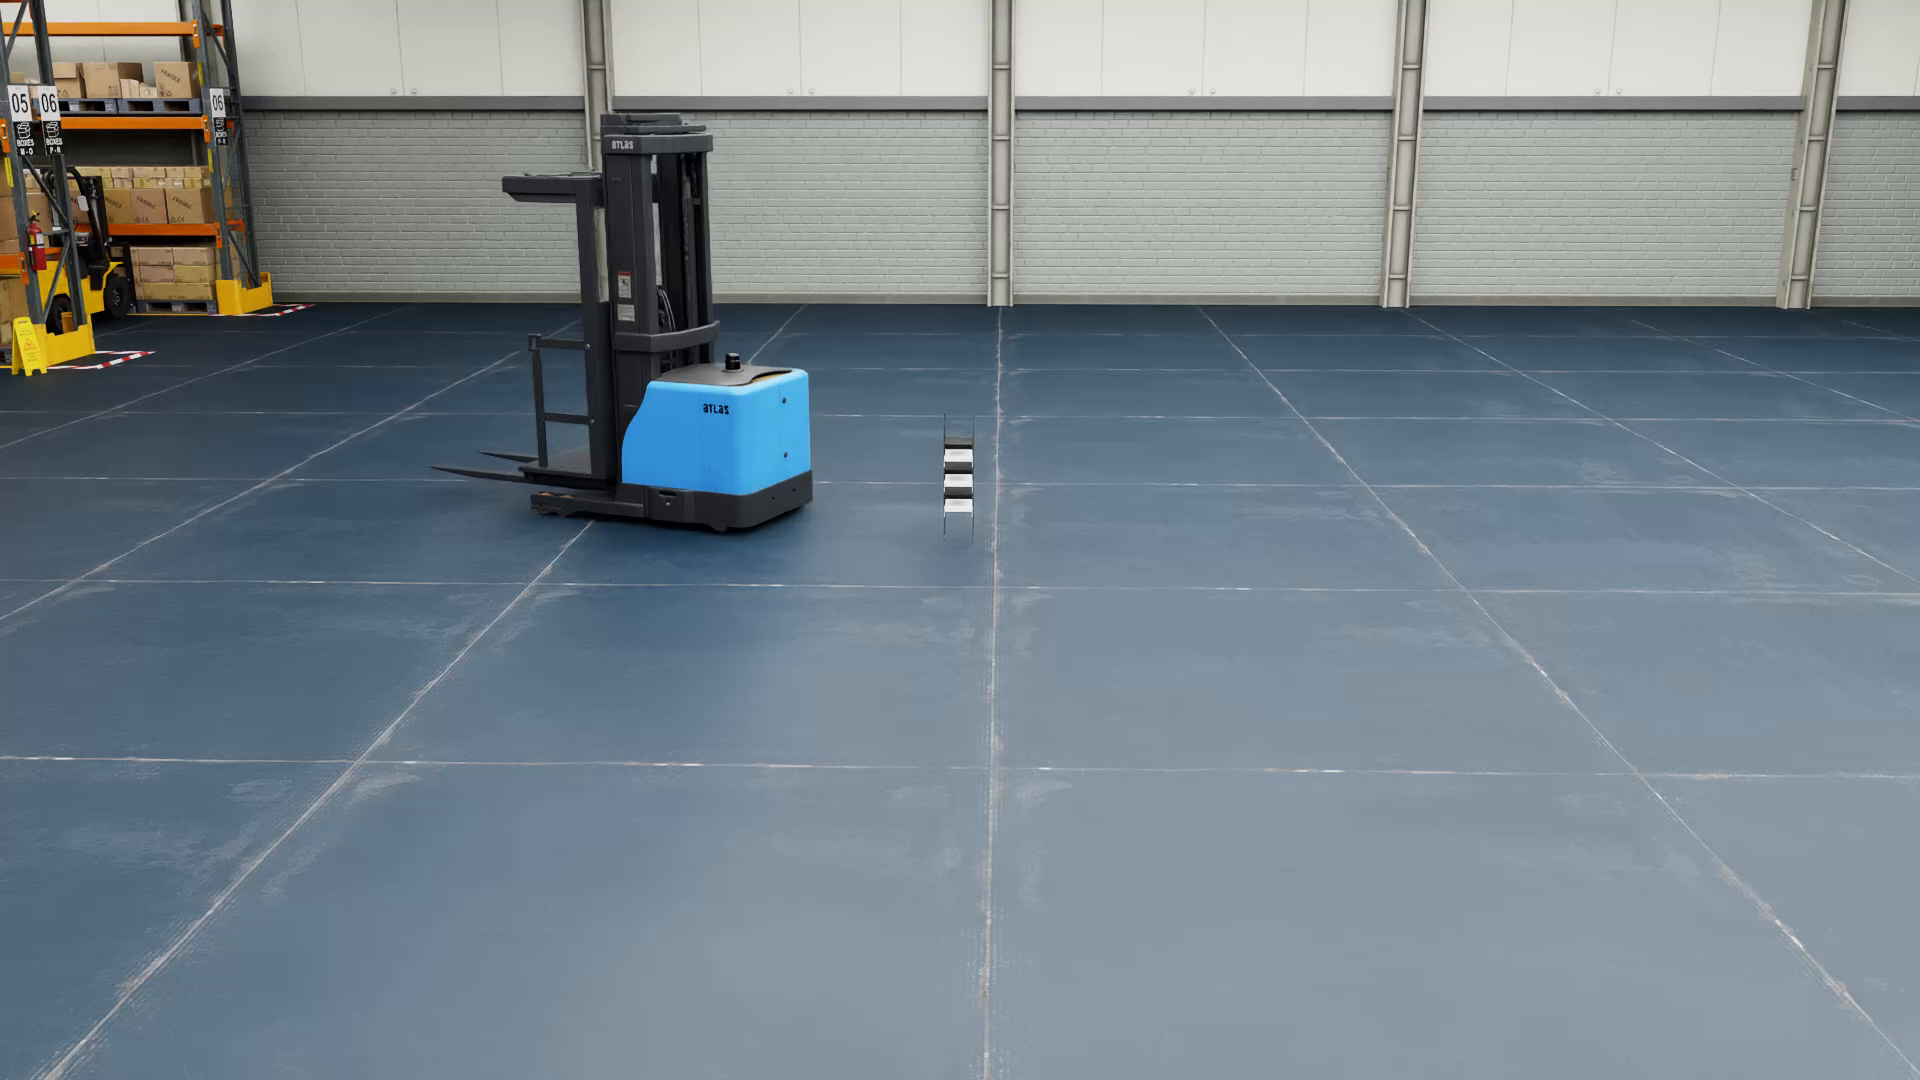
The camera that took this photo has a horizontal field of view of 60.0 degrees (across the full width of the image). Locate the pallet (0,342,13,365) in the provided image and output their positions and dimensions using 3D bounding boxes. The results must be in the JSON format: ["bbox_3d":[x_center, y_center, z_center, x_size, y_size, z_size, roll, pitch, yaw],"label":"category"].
[{"bbox_3d":[-11.718,-2.297,20.134,1.213,0.211,1.003,0,15,1],"label":"pallet"}]

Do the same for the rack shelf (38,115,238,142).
[{"bbox_3d":[-12.707,-6.012,24.278,4.000,0.370,1.077,0,15,1],"label":"rack shelf"}]

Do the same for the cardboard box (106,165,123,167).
[{"bbox_3d":[-12.583,-5.477,24.667,0.250,0.149,0.380,0,15,2],"label":"cardboard box"}]

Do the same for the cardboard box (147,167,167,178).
[{"bbox_3d":[-11.581,-5.340,24.148,0.250,0.149,0.380,1,15,3],"label":"cardboard box"}]

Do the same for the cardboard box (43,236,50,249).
[{"bbox_3d":[-11.165,-3.564,19.963,0.250,0.149,0.380,0,15,2],"label":"cardboard box"}]

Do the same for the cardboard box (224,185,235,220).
[{"bbox_3d":[-11.196,-5.019,24.788,0.500,0.500,0.500,1,15,3],"label":"cardboard box"}]

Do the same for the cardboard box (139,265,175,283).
[{"bbox_3d":[-11.703,-3.941,24.486,0.500,0.250,0.500,0,15,1],"label":"cardboard box"}]

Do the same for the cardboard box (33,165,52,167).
[{"bbox_3d":[-13.613,-5.507,24.784,0.250,0.149,0.380,0,15,0],"label":"cardboard box"}]

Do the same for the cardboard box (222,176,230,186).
[{"bbox_3d":[-11.040,-5.327,24.684,0.250,0.149,0.380,0,15,0],"label":"cardboard box"}]

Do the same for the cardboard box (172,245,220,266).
[{"bbox_3d":[-11.176,-4.177,24.400,0.500,0.250,0.500,1,15,3],"label":"cardboard box"}]

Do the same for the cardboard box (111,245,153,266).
[{"bbox_3d":[-12.191,-4.180,24.409,0.500,0.250,0.500,1,15,2],"label":"cardboard box"}]

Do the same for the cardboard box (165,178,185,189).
[{"bbox_3d":[-11.317,-5.184,24.140,0.250,0.149,0.380,1,15,2],"label":"cardboard box"}]

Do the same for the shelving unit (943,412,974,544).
[{"bbox_3d":[-0.008,-0.435,11.725,0.210,0.900,0.258,0,15,1],"label":"shelving unit"}]

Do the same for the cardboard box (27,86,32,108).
[{"bbox_3d":[-11.326,-5.224,19.590,0.500,0.250,0.500,0,15,0],"label":"cardboard box"}]

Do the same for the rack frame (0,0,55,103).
[{"bbox_3d":[-10.830,-6.532,18.957,0.127,3.000,1.000,0,15,1],"label":"rack frame"}]

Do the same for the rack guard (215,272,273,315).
[{"bbox_3d":[-10.683,-3.688,24.838,0.348,0.500,1.175,0,15,1],"label":"rack guard"}]

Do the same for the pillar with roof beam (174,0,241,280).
[{"bbox_3d":[-11.490,-6.934,20.482,0.400,9.000,9.100,0,15,1],"label":"pillar with roof beam"}]

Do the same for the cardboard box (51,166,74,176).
[{"bbox_3d":[-13.105,-5.363,24.235,0.250,0.149,0.380,0,15,1],"label":"cardboard box"}]

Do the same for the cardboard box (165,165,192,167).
[{"bbox_3d":[-11.563,-5.468,24.633,0.250,0.149,0.380,1,15,2],"label":"cardboard box"}]

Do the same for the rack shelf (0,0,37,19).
[{"bbox_3d":[-12.830,-6.195,19.098,4.000,0.370,1.077,0,15,1],"label":"rack shelf"}]

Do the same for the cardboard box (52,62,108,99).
[{"bbox_3d":[-12.761,-6.635,24.007,0.637,0.503,0.797,1,15,3],"label":"cardboard box"}]

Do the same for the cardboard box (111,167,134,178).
[{"bbox_3d":[-12.091,-5.334,24.125,0.250,0.149,0.380,1,15,3],"label":"cardboard box"}]

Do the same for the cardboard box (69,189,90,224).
[{"bbox_3d":[-12.740,-4.891,24.301,0.500,0.500,0.500,0,15,2],"label":"cardboard box"}]

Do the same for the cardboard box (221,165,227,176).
[{"bbox_3d":[-11.038,-5.459,24.601,0.250,0.149,0.380,0,15,0],"label":"cardboard box"}]

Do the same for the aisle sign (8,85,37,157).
[{"bbox_3d":[-10.776,-4.813,19.108,0.004,0.787,0.394,0,15,1],"label":"aisle sign"}]

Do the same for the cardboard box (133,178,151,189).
[{"bbox_3d":[-11.823,-5.205,24.222,0.250,0.149,0.380,0,15,1],"label":"cardboard box"}]

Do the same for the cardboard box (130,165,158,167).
[{"bbox_3d":[-12.074,-5.468,24.636,0.250,0.149,0.380,1,15,3],"label":"cardboard box"}]

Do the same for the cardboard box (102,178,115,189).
[{"bbox_3d":[-12.344,-5.192,24.170,0.250,0.149,0.380,0,15,2],"label":"cardboard box"}]

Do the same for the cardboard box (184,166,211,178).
[{"bbox_3d":[-11.071,-5.351,24.192,0.250,0.149,0.380,0,15,2],"label":"cardboard box"}]

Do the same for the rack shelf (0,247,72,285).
[{"bbox_3d":[-12.830,-3.296,19.863,4.000,0.370,1.077,0,15,1],"label":"rack shelf"}]

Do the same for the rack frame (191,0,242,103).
[{"bbox_3d":[-10.707,-7.797,23.755,0.127,3.000,1.000,0,15,1],"label":"rack frame"}]

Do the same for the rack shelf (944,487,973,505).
[{"bbox_3d":[-0.008,-0.316,11.757,0.200,0.077,0.258,0,15,1],"label":"rack shelf"}]

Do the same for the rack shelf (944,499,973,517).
[{"bbox_3d":[-0.008,-0.229,11.780,0.200,0.077,0.258,0,15,1],"label":"rack shelf"}]

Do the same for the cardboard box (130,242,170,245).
[{"bbox_3d":[-12.182,-4.313,24.916,0.500,0.250,0.500,0,15,1],"label":"cardboard box"}]

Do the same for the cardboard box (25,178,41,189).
[{"bbox_3d":[-13.367,-5.197,24.191,0.250,0.149,0.380,0,15,1],"label":"cardboard box"}]

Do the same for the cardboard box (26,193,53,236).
[{"bbox_3d":[-11.297,-3.897,19.951,0.500,0.500,0.500,0,15,1],"label":"cardboard box"}]

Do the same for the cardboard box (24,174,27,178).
[{"bbox_3d":[-13.621,-5.345,24.168,0.250,0.149,0.380,1,15,3],"label":"cardboard box"}]

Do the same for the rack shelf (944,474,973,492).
[{"bbox_3d":[-0.008,-0.403,11.734,0.200,0.077,0.258,0,15,1],"label":"rack shelf"}]

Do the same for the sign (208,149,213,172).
[{"bbox_3d":[-10.735,-5.433,23.818,0.005,0.325,0.100,0,15,1],"label":"sign"}]

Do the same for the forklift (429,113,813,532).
[{"bbox_3d":[-2.688,-1.704,12.554,3.031,2.935,1.130,6,16,23],"label":"forklift"}]

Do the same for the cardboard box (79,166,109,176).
[{"bbox_3d":[-12.604,-5.360,24.224,0.250,0.149,0.380,1,15,2],"label":"cardboard box"}]

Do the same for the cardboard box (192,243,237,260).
[{"bbox_3d":[-11.183,-4.305,24.884,0.500,0.250,0.500,0,15,1],"label":"cardboard box"}]

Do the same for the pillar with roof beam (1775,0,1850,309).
[{"bbox_3d":[12.502,-6.778,19.889,0.400,9.000,9.100,0,15,1],"label":"pillar with roof beam"}]

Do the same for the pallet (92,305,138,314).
[{"bbox_3d":[-12.689,-3.551,24.887,1.213,0.211,1.003,0,15,1],"label":"pallet"}]

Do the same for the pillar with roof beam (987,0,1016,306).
[{"bbox_3d":[0.506,-6.856,20.185,0.400,9.000,9.100,0,15,1],"label":"pillar with roof beam"}]

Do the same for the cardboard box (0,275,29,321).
[{"bbox_3d":[-11.654,-2.943,20.211,0.500,0.500,0.500,0,15,0],"label":"cardboard box"}]

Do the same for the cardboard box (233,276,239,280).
[{"bbox_3d":[-11.193,-3.823,25.018,0.500,0.250,0.500,0,15,2],"label":"cardboard box"}]

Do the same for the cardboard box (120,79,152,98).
[{"bbox_3d":[-11.797,-6.463,23.821,0.258,0.266,0.396,0,15,2],"label":"cardboard box"}]

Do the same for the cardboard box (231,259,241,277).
[{"bbox_3d":[-11.172,-4.068,24.966,0.500,0.250,0.500,1,15,2],"label":"cardboard box"}]

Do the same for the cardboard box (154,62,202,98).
[{"bbox_3d":[-11.156,-6.588,23.834,0.500,0.500,0.500,1,15,3],"label":"cardboard box"}]

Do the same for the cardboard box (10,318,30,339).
[{"bbox_3d":[-11.630,-2.580,20.306,0.500,0.250,0.500,0,15,1],"label":"cardboard box"}]

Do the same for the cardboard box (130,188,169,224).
[{"bbox_3d":[-11.725,-4.887,24.287,0.500,0.500,0.500,1,15,3],"label":"cardboard box"}]

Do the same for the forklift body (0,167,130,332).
[{"bbox_3d":[-12.650,-4.033,22.912,1.214,2.155,2.313,0,15,1],"label":"forklift body"}]

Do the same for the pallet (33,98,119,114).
[{"bbox_3d":[-12.636,-6.323,24.218,1.213,0.211,1.003,0,15,1],"label":"pallet"}]

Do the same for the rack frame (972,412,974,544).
[{"bbox_3d":[0.094,-0.435,11.723,0.006,0.900,0.240,0,15,1],"label":"rack frame"}]

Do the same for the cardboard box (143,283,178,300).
[{"bbox_3d":[-11.682,-3.698,24.545,0.500,0.250,0.500,0,15,1],"label":"cardboard box"}]

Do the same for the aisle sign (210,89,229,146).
[{"bbox_3d":[-10.649,-6.078,23.903,0.004,0.787,0.394,0,15,1],"label":"aisle sign"}]
